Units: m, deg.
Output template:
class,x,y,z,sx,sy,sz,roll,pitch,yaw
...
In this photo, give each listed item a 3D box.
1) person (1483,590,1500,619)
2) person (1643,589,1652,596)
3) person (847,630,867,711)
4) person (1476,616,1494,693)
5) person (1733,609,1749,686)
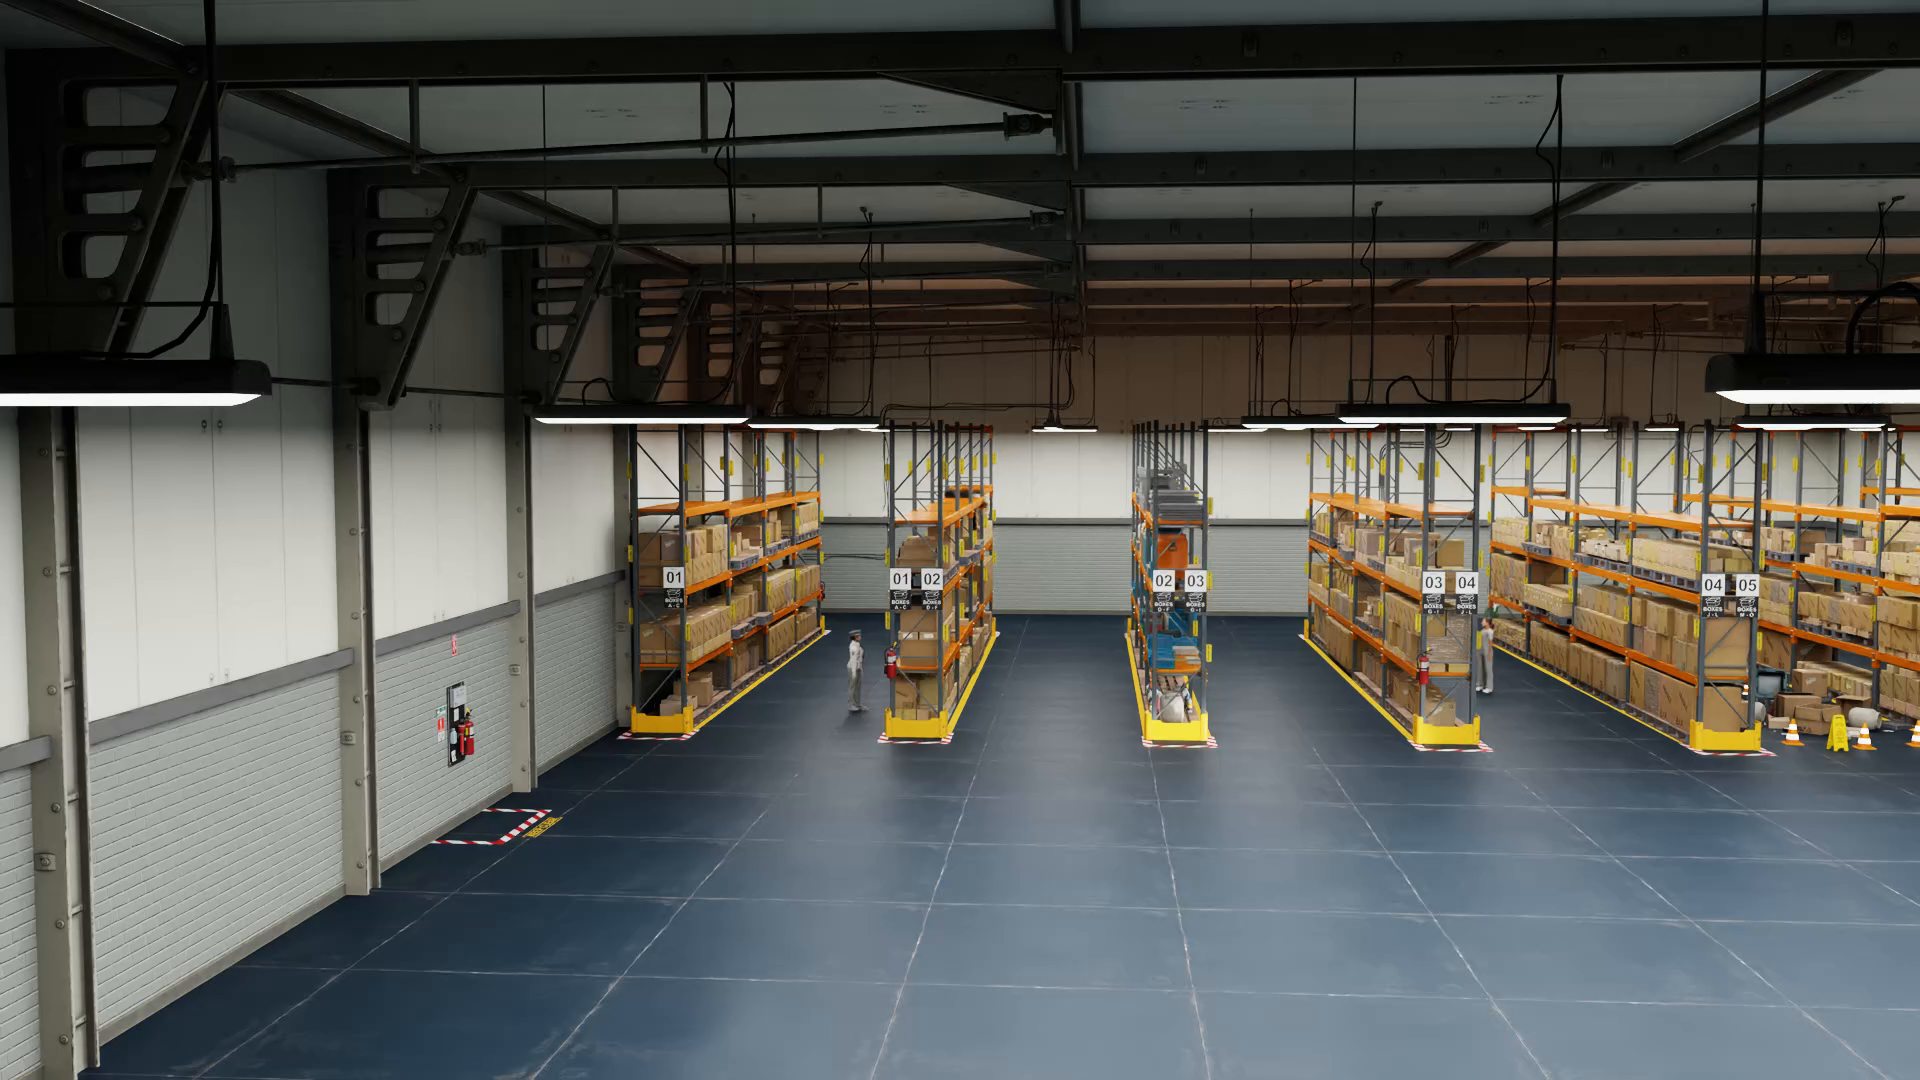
class,x,y,z,sx,sy,sz,roll,pitch,yaw
person,15.254,1.836,47.411,0.825,1.751,0.624,0,4,8
person,17.879,2.141,43.391,0.529,1.706,0.660,-1,4,-19
person,-2.150,2.697,34.514,0.396,1.693,0.496,1,4,8
person,11.693,2.537,37.023,0.370,1.676,0.478,-2,4,-23
person,17.728,2.433,37.882,0.630,1.824,0.596,-1,4,-9
